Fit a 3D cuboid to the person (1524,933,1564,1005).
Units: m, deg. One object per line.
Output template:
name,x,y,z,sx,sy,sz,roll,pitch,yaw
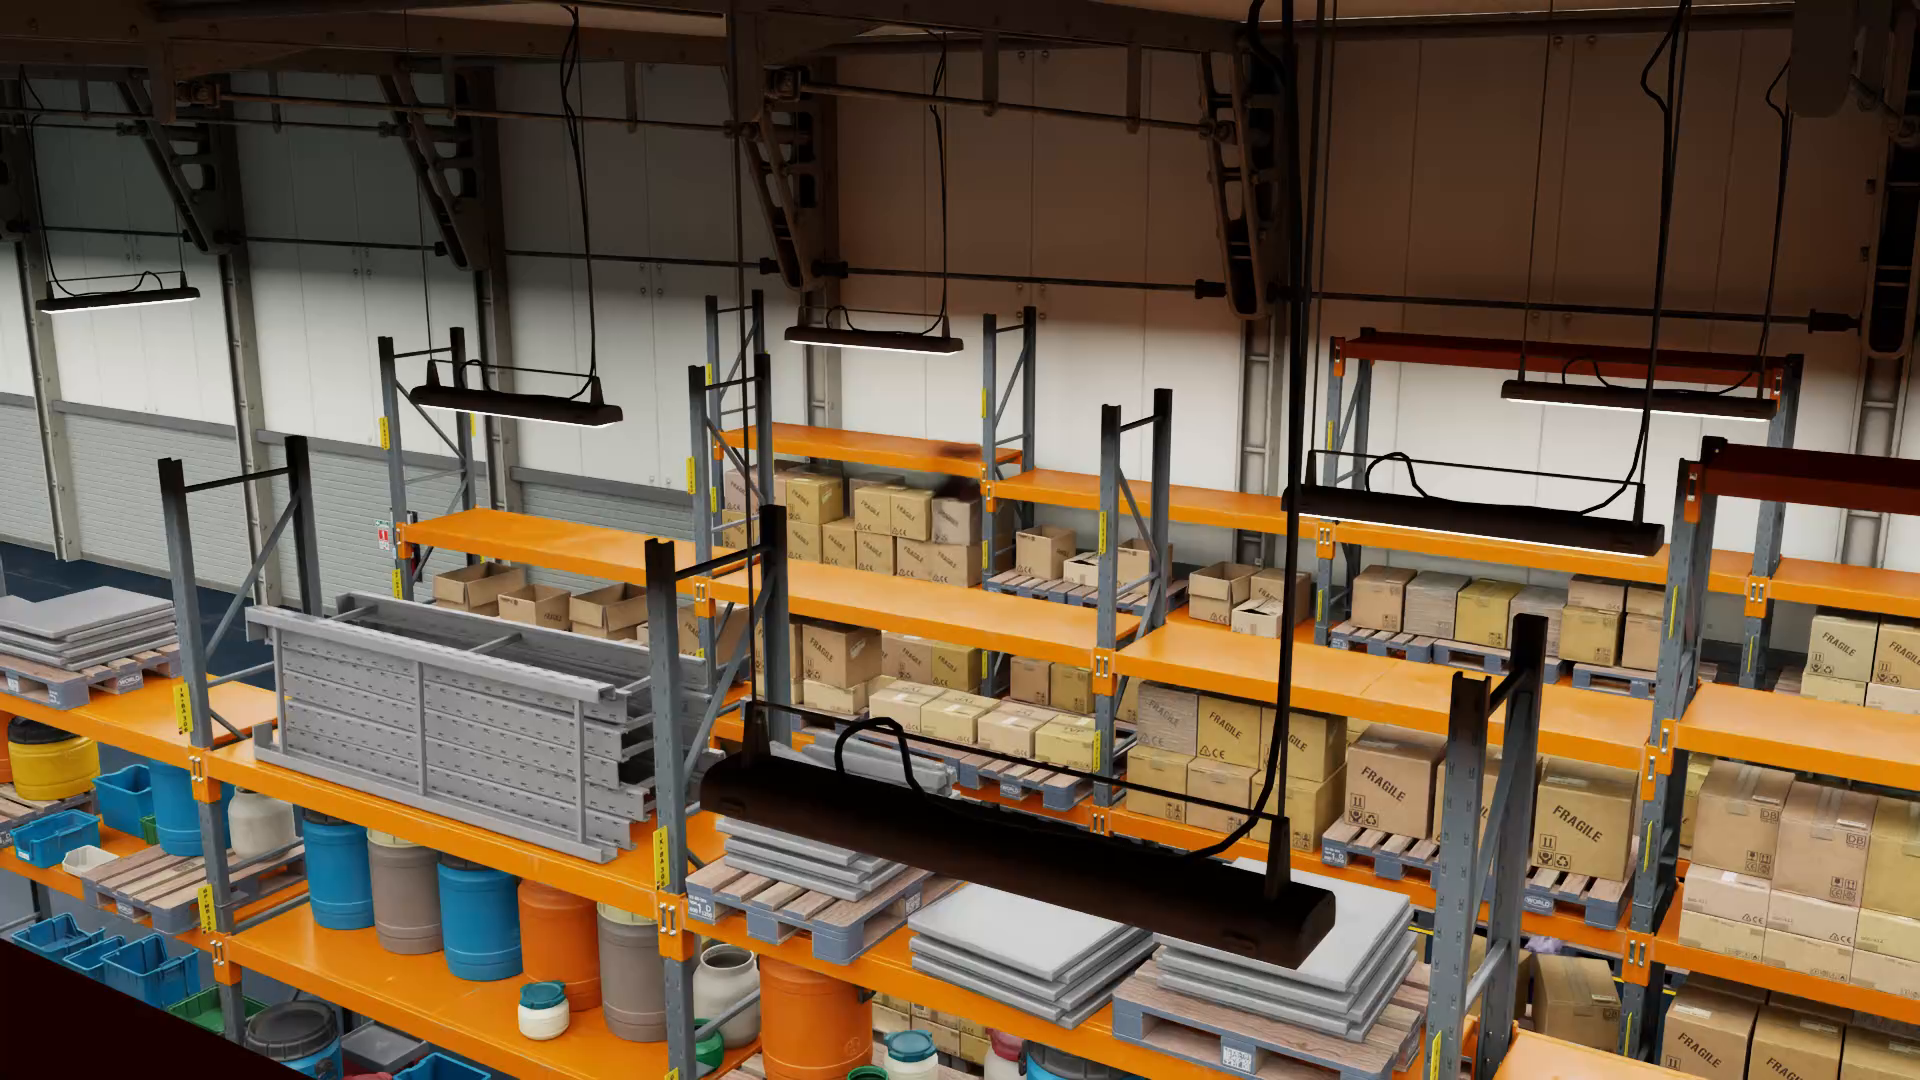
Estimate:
person,5.008,3.863,14.294,0.929,1.602,0.528,10,17,35
